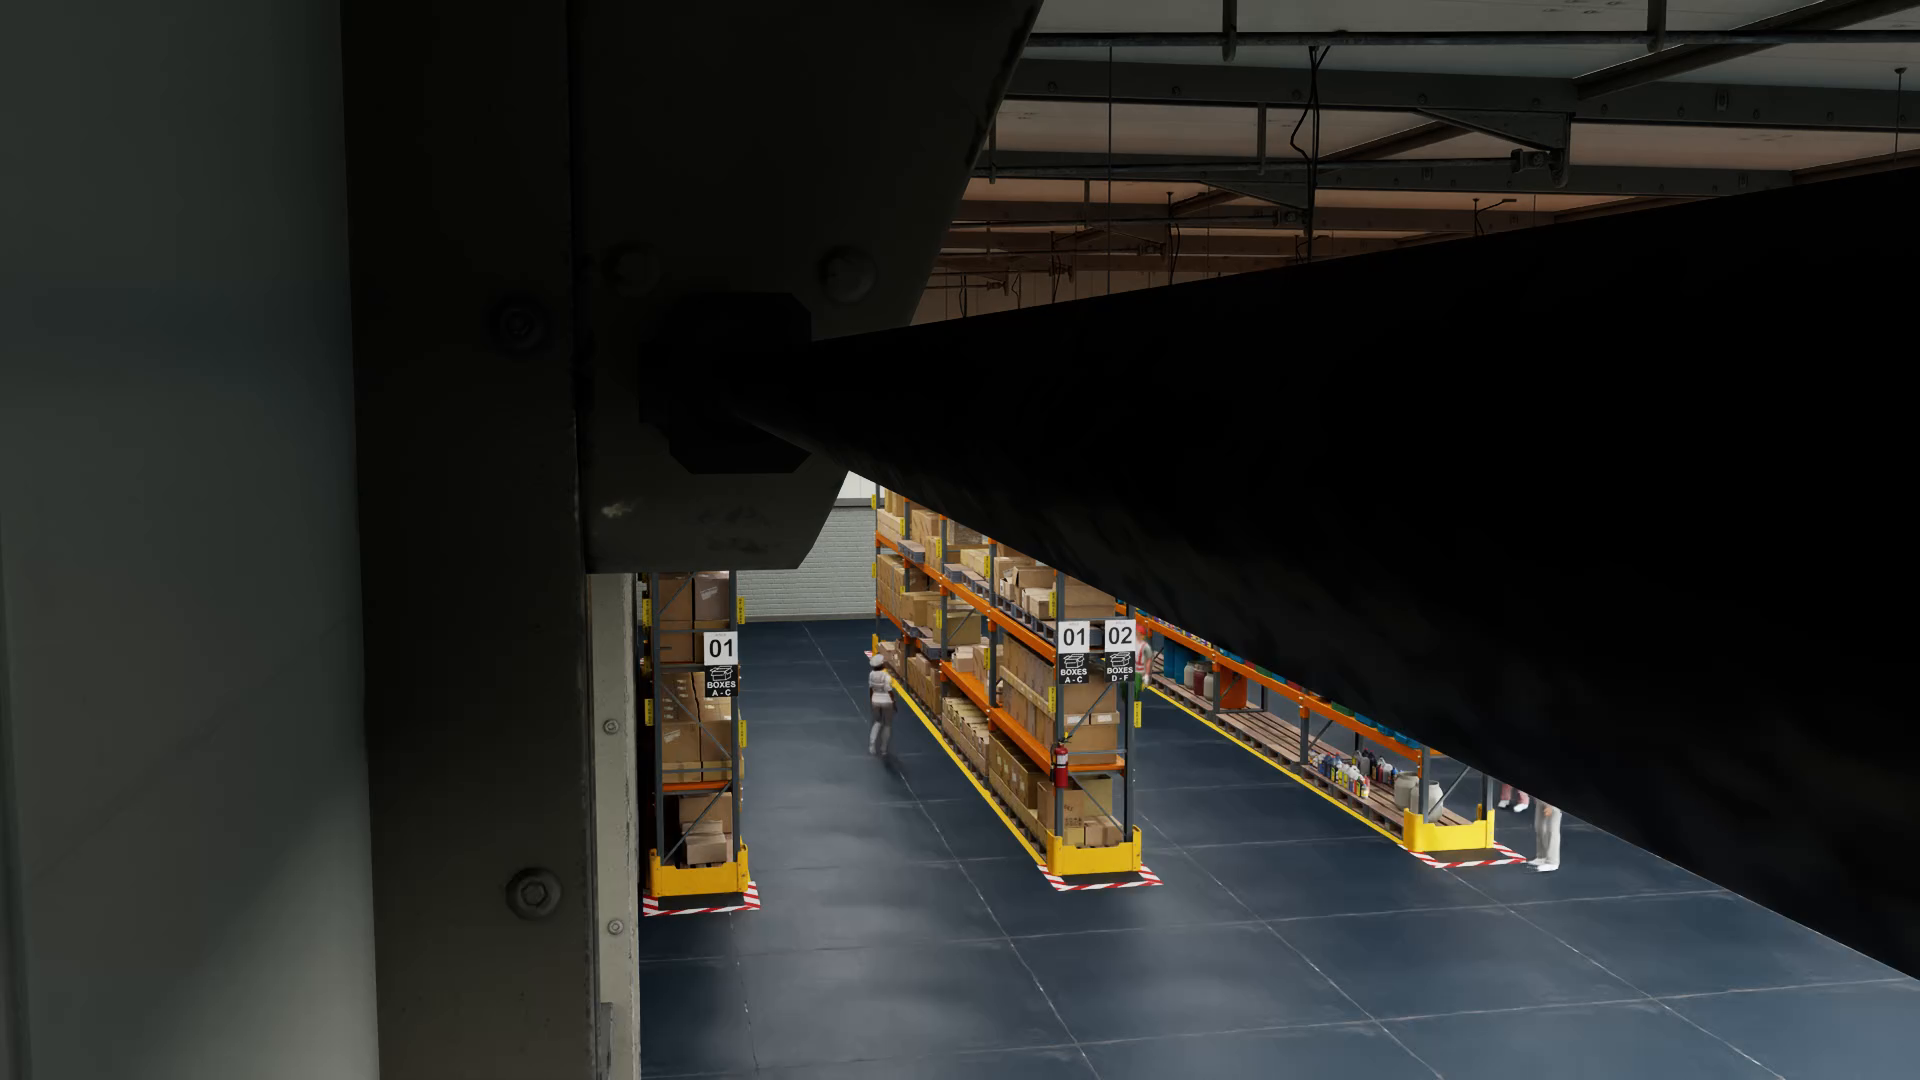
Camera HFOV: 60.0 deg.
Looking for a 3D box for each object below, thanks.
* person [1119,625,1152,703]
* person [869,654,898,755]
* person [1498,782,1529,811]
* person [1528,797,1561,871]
[{"bbox_3d":[3.105,2.404,29.996,0.671,1.726,0.960,2,6,17],"label":"person"},{"bbox_3d":[-1.279,2.694,27.205,0.463,1.675,0.485,2,6,23],"label":"person"},{"bbox_3d":[7.996,3.035,23.966,0.396,1.676,0.492,-5,8,-41],"label":"person"},{"bbox_3d":[7.463,3.356,21.091,0.462,1.697,0.560,-2,6,-17],"label":"person"}]
